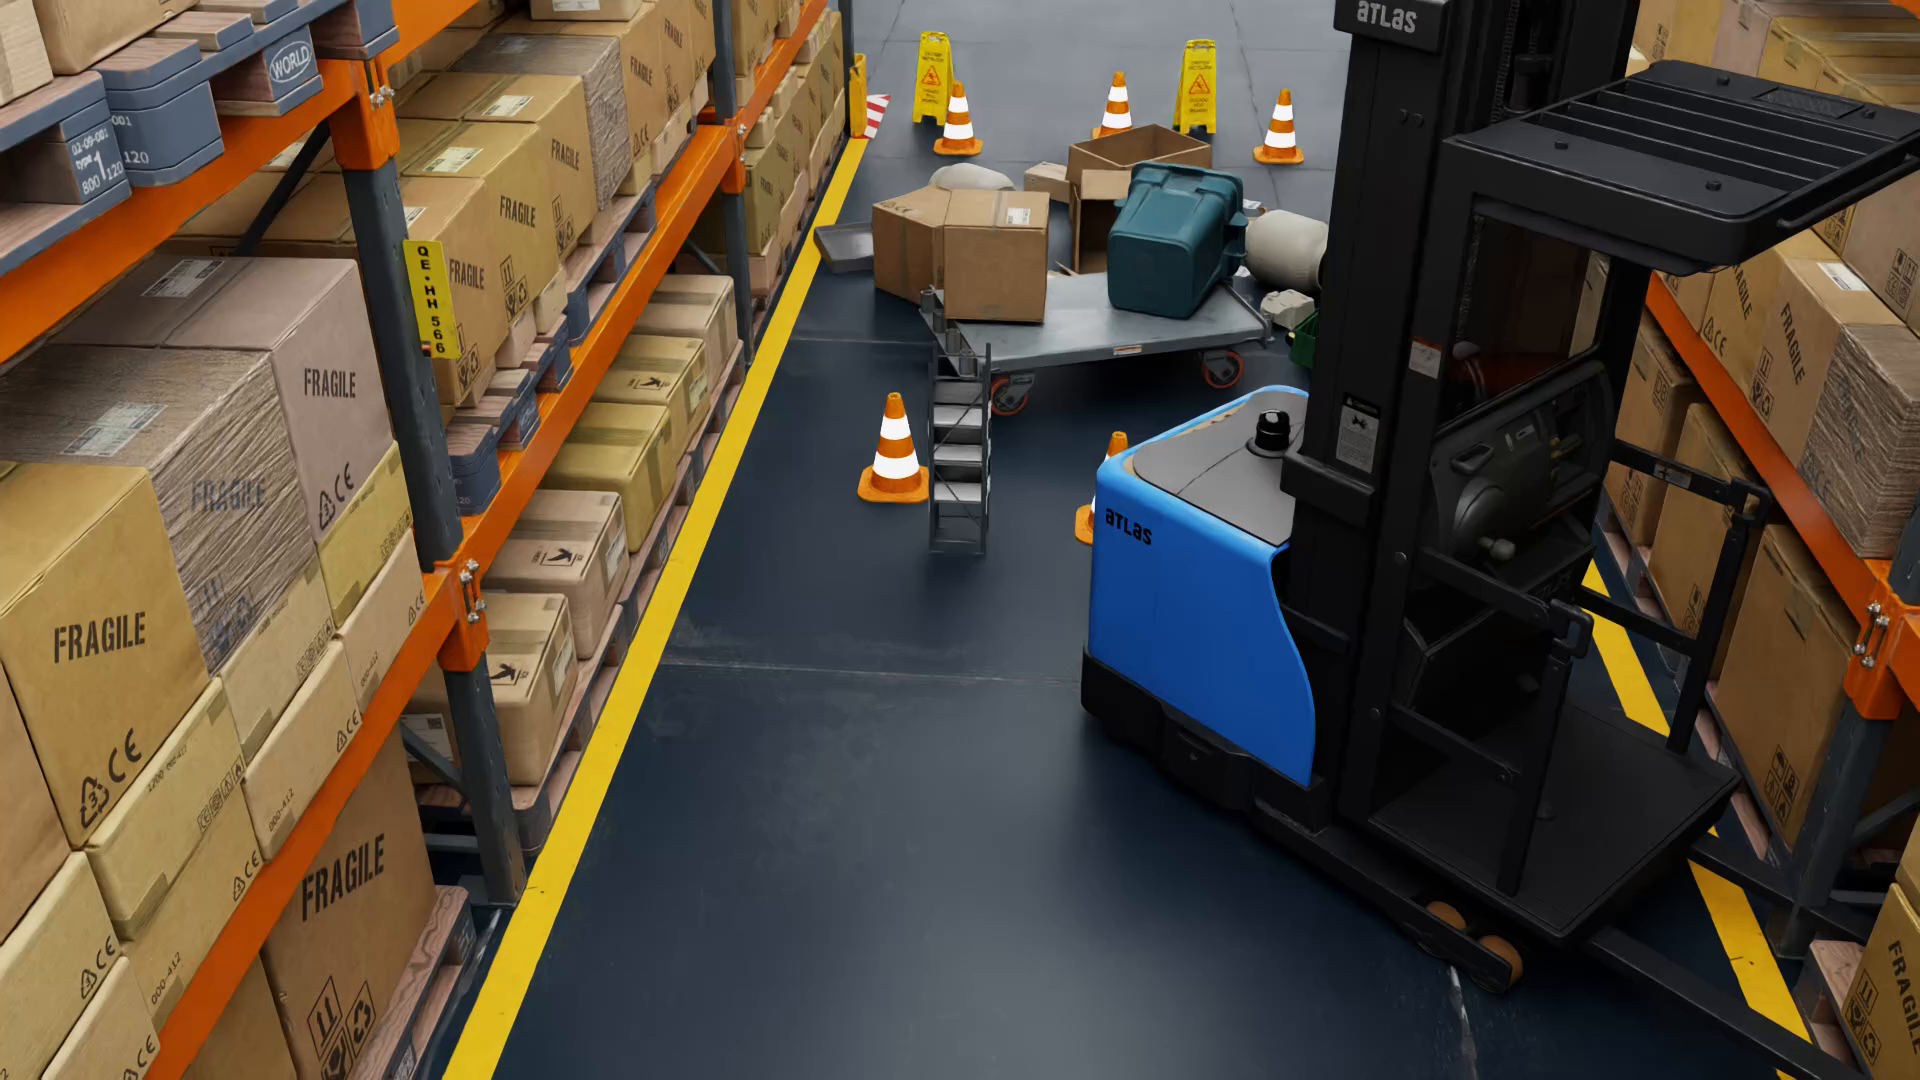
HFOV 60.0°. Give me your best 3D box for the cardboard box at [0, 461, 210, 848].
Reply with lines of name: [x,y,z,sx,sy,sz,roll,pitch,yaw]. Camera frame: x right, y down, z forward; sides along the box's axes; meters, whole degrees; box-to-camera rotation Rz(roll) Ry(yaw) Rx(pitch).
cardboard box: [-1.777,0.194,3.027,0.500,0.500,0.500,2,32,4]

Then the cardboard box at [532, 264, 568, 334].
cardboard box: [-1.535,-0.811,5.547,0.380,0.149,0.250,3,32,4]

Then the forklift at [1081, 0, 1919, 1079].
forklift: [1.800,-0.185,4.756,1.130,2.935,3.031,-25,39,-34]

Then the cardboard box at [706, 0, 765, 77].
cardboard box: [-1.275,-2.626,8.273,0.500,0.500,0.500,2,32,4]

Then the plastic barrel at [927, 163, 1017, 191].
plastic barrel: [0.077,-2.089,10.236,0.512,0.421,0.421,27,41,37]

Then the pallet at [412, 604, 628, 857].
pallet: [-1.850,0.631,6.024,1.003,0.211,1.213,2,32,4]

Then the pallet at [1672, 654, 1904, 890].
pallet: [3.166,0.790,5.768,1.003,0.211,1.213,2,32,4]

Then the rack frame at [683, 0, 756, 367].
rack frame: [-1.589,-2.239,8.024,1.000,3.000,0.127,2,32,4]

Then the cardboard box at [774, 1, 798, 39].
cardboard box: [-1.130,-2.951,9.419,0.380,0.149,0.250,3,32,4]

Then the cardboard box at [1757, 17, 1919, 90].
cardboard box: [3.194,-1.491,5.762,0.700,0.500,0.500,2,32,3]

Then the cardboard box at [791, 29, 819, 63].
cardboard box: [-1.079,-3.040,10.211,0.380,0.149,0.250,4,32,6]

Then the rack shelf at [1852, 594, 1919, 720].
rack shelf: [2.864,1.364,2.864,1.077,0.370,4.000,2,32,4]

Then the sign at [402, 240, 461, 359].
sign: [-1.361,-0.618,4.290,0.100,0.325,0.005,2,32,4]

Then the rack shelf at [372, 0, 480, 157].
rack shelf: [-1.752,-2.164,5.728,1.077,0.370,4.000,2,32,4]

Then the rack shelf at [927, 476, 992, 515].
rack shelf: [-0.001,-0.197,7.119,0.258,0.077,0.200,2,32,4]

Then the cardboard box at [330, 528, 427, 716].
cardboard box: [-1.697,0.192,4.222,0.500,0.250,0.500,1,32,2]

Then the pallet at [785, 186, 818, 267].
pallet: [-1.473,-2.044,10.365,1.003,0.211,1.213,2,32,4]

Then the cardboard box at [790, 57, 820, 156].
cardboard box: [-1.156,-2.691,10.263,0.500,0.500,0.500,2,32,3]

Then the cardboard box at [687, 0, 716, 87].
cardboard box: [-1.398,-2.335,7.401,0.500,0.500,0.500,2,32,3]

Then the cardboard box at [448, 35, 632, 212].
cardboard box: [-1.527,-1.532,6.098,0.500,0.500,0.500,1,32,2]

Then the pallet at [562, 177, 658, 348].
pallet: [-1.794,-1.102,6.362,1.003,0.211,1.213,2,32,4]

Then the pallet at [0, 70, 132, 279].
pallet: [-2.002,-0.420,2.393,1.003,0.211,1.213,4,32,6]

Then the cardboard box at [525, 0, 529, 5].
cardboard box: [-1.953,-2.092,7.006,0.500,0.500,0.500,3,32,4]

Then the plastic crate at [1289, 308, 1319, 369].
plastic crate: [2.061,-1.054,8.727,0.450,0.188,0.662,29,41,23]

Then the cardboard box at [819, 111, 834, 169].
cardboard box: [-1.111,-2.634,10.885,0.500,0.250,0.500,3,32,4]

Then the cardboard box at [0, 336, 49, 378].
cardboard box: [-2.229,-0.108,3.518,0.500,0.500,0.500,3,32,4]

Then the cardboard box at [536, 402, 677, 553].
cardboard box: [-1.739,-0.285,6.957,0.950,0.372,0.625,3,32,6]

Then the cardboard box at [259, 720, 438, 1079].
cardboard box: [-2.054,0.936,4.497,0.875,0.875,0.875,2,32,4]

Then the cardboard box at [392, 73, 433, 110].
cardboard box: [-2.084,-1.279,5.688,0.500,0.500,0.500,0,32,1]

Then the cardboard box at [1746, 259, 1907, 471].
cardboard box: [2.838,-0.539,5.170,0.500,0.500,0.500,2,32,4]

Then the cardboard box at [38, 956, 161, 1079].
cardboard box: [-1.793,0.991,2.927,0.500,0.250,0.500,2,32,3]

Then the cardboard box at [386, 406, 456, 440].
cardboard box: [-1.703,-0.381,4.848,0.380,0.149,0.250,1,32,1]

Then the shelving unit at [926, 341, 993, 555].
shelving unit: [-0.001,-0.379,7.007,0.258,0.900,0.210,2,32,4]

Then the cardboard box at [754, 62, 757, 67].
cardboard box: [-1.284,-2.557,8.780,0.380,0.149,0.250,2,32,4]

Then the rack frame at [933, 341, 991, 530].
rack frame: [0.008,-0.432,7.093,0.240,0.900,0.006,2,32,4]

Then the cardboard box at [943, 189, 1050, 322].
cardboard box: [0.187,-1.437,8.383,0.500,0.500,0.500,2,32,4]

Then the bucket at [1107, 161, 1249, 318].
bucket: [1.066,-1.503,8.502,0.726,0.611,0.620,14,44,21]

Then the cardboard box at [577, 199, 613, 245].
cardboard box: [-1.523,-1.224,6.216,0.380,0.149,0.250,3,32,6]

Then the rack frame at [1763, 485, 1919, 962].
rack frame: [3.027,0.011,4.372,1.000,3.000,0.127,2,32,4]

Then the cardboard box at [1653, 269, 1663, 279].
cardboard box: [2.958,-1.334,6.460,0.500,0.500,0.500,2,32,4]

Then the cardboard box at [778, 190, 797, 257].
cardboard box: [-1.240,-1.824,9.570,0.500,0.250,0.500,4,32,7]

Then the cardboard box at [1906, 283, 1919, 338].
cardboard box: [3.074,-0.691,4.464,0.700,0.500,0.500,2,32,4]

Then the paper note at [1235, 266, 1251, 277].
paper note: [1.639,-1.601,9.826,0.172,0.023,0.155,14,34,21]

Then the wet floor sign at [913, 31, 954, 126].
wet floor sign: [-0.182,-3.382,12.122,0.267,0.644,0.232,14,34,21]

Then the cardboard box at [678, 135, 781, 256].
cardboard box: [-1.272,-1.863,8.920,0.500,0.500,0.500,4,32,6]

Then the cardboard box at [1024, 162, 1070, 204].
cardboard box: [0.643,-2.345,10.914,0.380,0.149,0.250,20,37,29]

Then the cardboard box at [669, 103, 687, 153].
cardboard box: [-1.380,-1.756,7.080,0.380,0.149,0.250,2,32,3]

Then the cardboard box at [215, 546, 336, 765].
cardboard box: [-1.739,0.236,3.674,0.500,0.250,0.500,2,32,3]

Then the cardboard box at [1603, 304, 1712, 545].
cardboard box: [3.309,-0.468,6.895,1.050,0.750,0.750,2,32,4]

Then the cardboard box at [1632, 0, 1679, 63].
cardboard box: [3.318,-2.288,7.056,0.700,0.500,0.500,2,32,3]

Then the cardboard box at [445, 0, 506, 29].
cardboard box: [-1.966,-2.060,6.336,0.380,0.149,0.250,4,32,7]

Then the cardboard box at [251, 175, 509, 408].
cardboard box: [-1.647,-0.721,4.781,0.500,0.500,0.500,2,32,3]

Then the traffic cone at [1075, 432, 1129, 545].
traffic cone: [0.678,-0.256,7.225,0.336,0.463,0.334,2,32,4]

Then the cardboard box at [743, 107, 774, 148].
cardboard box: [-1.202,-2.202,8.852,0.380,0.149,0.250,3,32,5]

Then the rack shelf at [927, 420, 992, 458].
rack shelf: [-0.001,-0.427,6.977,0.258,0.077,0.200,2,32,4]

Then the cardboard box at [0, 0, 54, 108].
cardboard box: [-1.678,-0.811,2.575,0.396,0.266,0.258,2,32,3]
